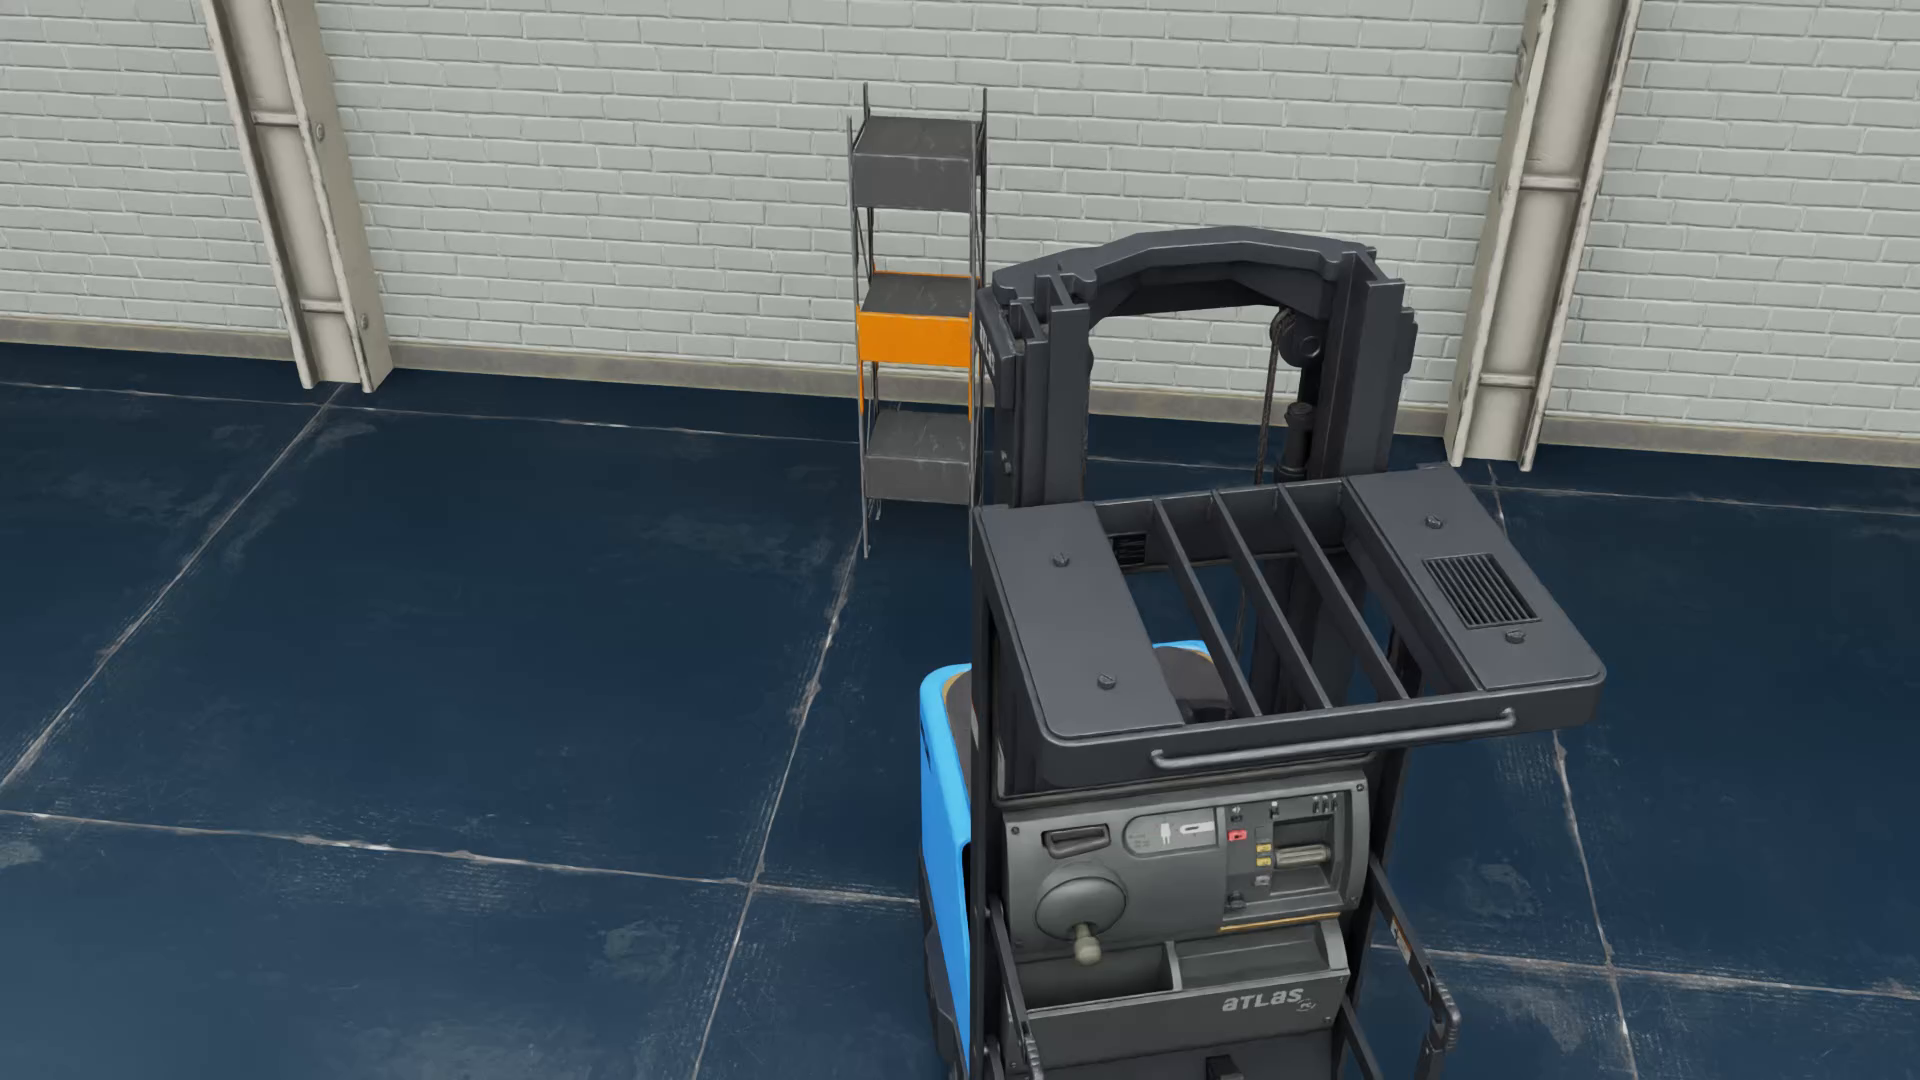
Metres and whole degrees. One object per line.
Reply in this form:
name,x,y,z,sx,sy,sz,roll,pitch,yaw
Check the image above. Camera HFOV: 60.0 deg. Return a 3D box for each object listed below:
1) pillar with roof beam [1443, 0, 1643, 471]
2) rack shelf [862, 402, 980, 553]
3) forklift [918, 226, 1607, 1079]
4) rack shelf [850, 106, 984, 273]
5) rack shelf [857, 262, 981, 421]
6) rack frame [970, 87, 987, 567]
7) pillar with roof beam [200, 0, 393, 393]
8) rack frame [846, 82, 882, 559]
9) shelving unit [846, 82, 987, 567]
pillar with roof beam,2.101,-1.625,2.281,0.400,9.000,9.100,4,36,6
rack shelf,-0.164,-0.286,7.572,0.480,0.518,0.431,4,36,6
forklift,0.611,0.886,3.986,1.130,2.935,3.031,-6,36,-8
rack shelf,-0.164,-1.426,6.758,0.480,0.518,0.431,4,36,6
rack shelf,-0.164,-0.856,7.165,0.480,0.518,0.431,4,36,6
rack frame,0.078,-0.849,7.132,0.015,2.100,0.400,4,36,6
pillar with roof beam,-3.850,-2.069,2.903,0.400,9.000,9.100,4,36,6
rack frame,-0.406,-0.885,7.182,0.015,2.100,0.400,4,36,6
shelving unit,-0.164,-0.867,7.157,0.503,2.100,0.431,4,36,6
